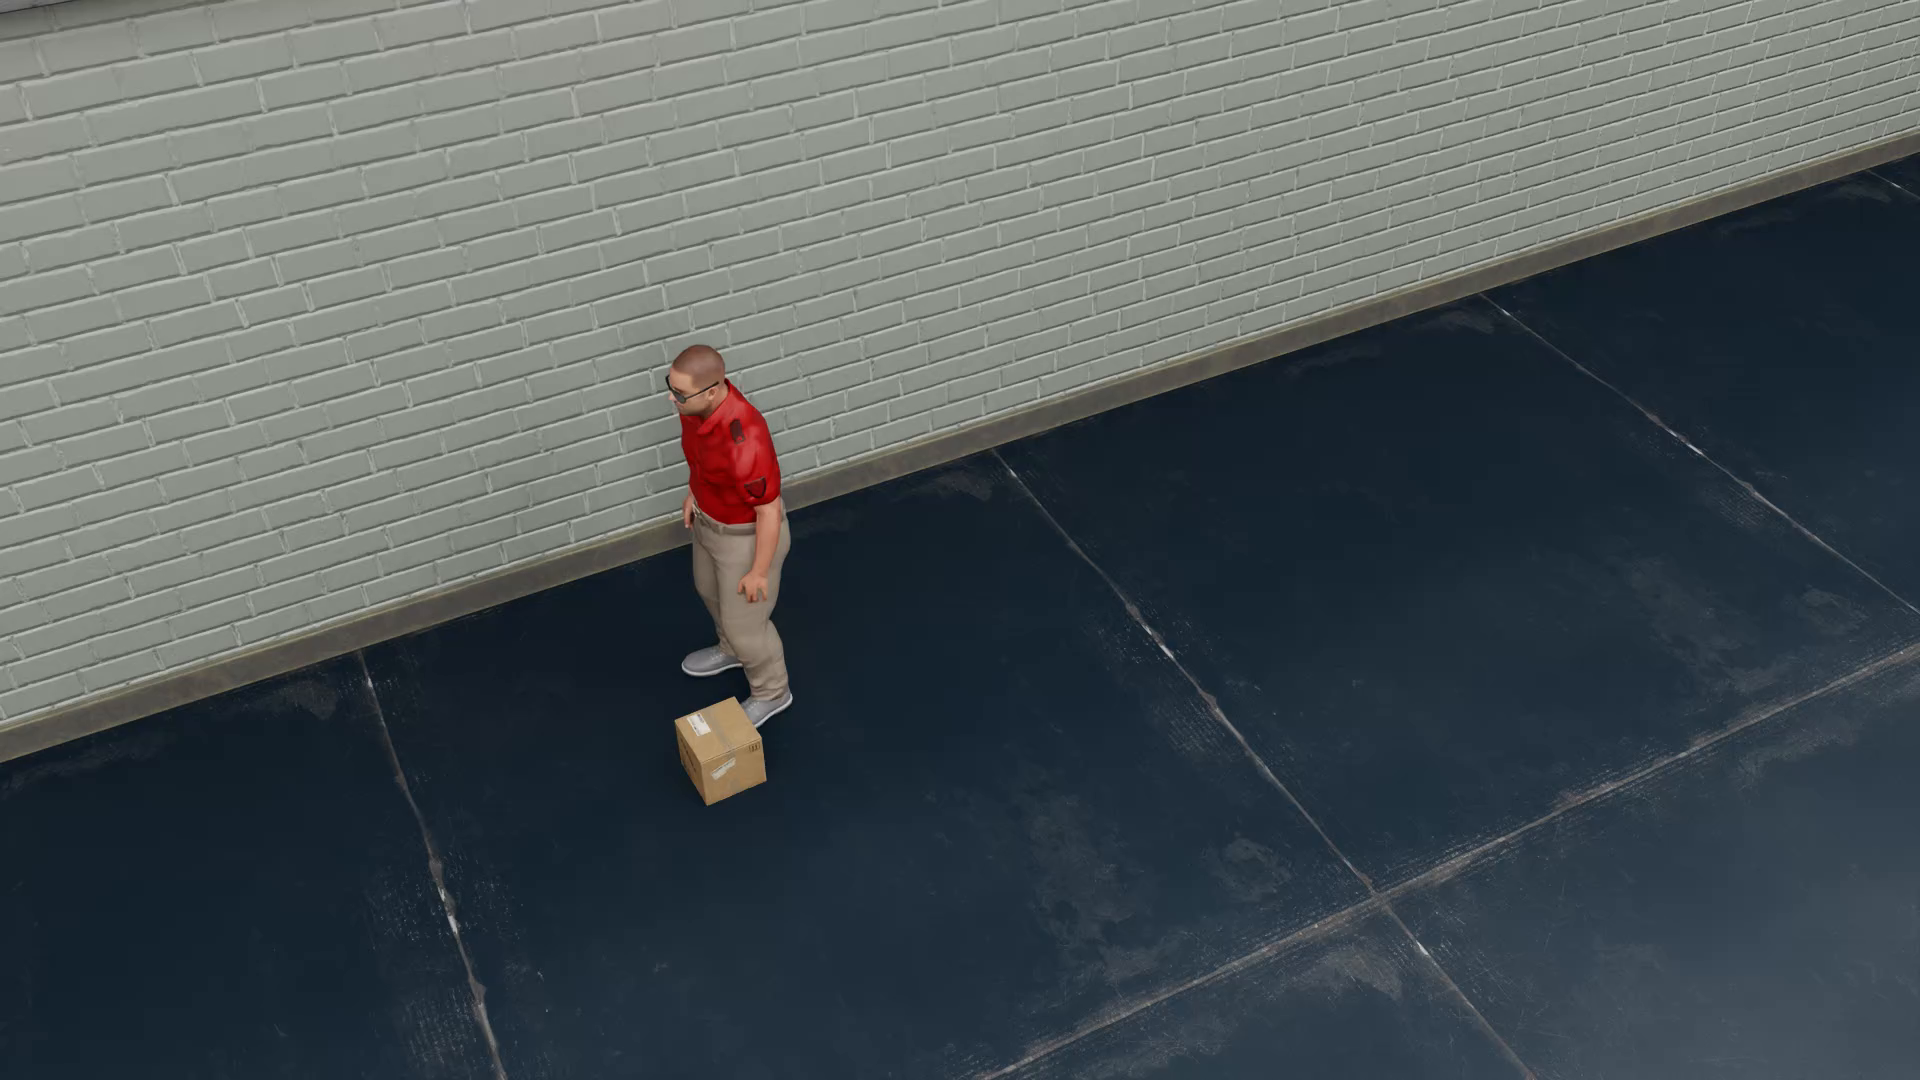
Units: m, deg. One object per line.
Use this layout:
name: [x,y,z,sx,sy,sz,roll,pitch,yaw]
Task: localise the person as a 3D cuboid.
person: [-0.855,-0.026,6.197,0.389,1.727,0.606,-21,45,-23]
